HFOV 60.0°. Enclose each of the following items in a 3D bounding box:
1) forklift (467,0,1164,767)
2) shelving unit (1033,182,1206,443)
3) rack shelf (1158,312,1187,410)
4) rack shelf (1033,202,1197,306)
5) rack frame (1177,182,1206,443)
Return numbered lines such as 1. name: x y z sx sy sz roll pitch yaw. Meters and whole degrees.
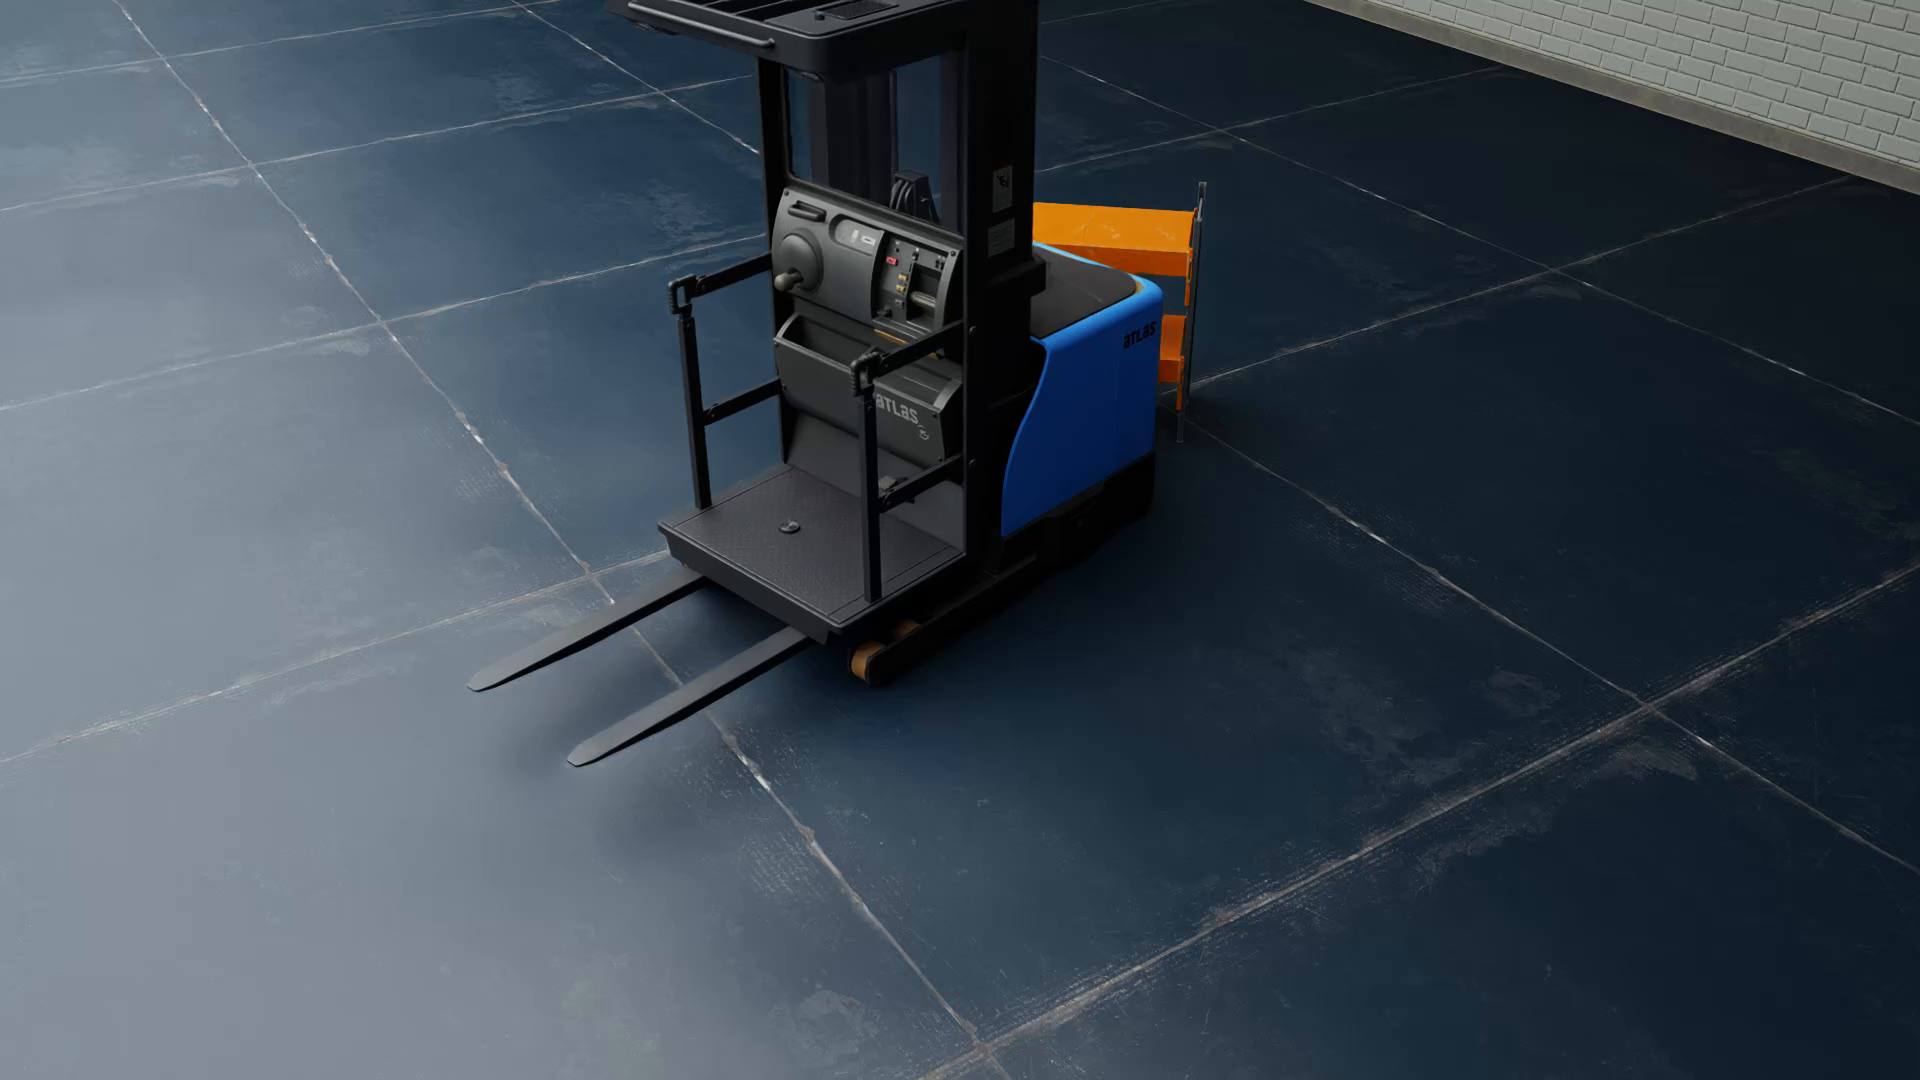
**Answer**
1. forklift: -0.506 -0.997 6.083 1.130 2.935 3.031 26 41 35
2. shelving unit: 0.597 -1.119 7.970 1.048 1.125 0.538 5 33 8
3. rack shelf: 0.597 -0.912 8.100 1.000 0.278 0.538 5 33 8
4. rack shelf: 0.597 -1.367 7.813 1.000 0.278 0.538 5 33 8
5. rack frame: 1.098 -1.073 7.897 0.032 1.125 0.500 5 33 8
